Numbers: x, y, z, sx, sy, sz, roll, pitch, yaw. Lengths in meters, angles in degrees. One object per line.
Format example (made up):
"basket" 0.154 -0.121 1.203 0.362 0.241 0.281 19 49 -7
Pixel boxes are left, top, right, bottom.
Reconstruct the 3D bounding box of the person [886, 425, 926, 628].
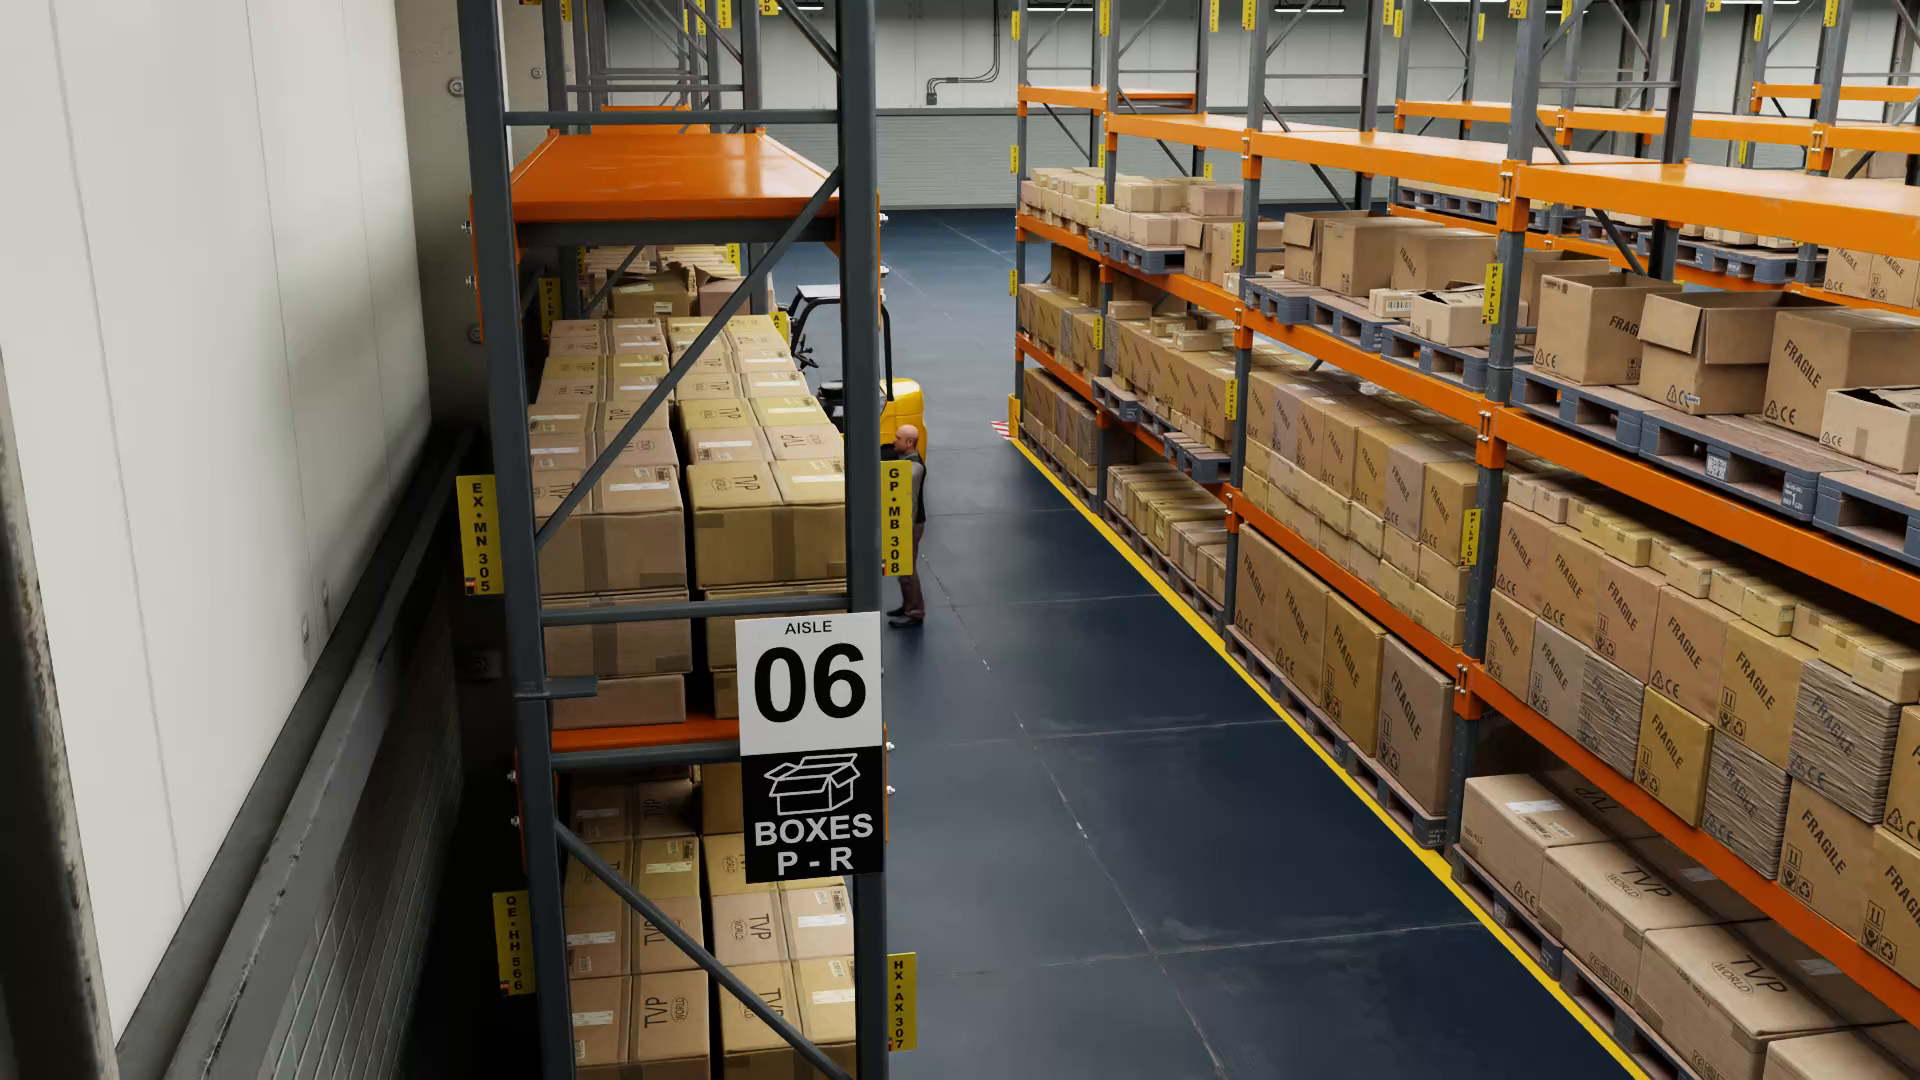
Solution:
"person" -0.470 -0.120 14.025 0.357 1.733 0.530 -3 16 -9
